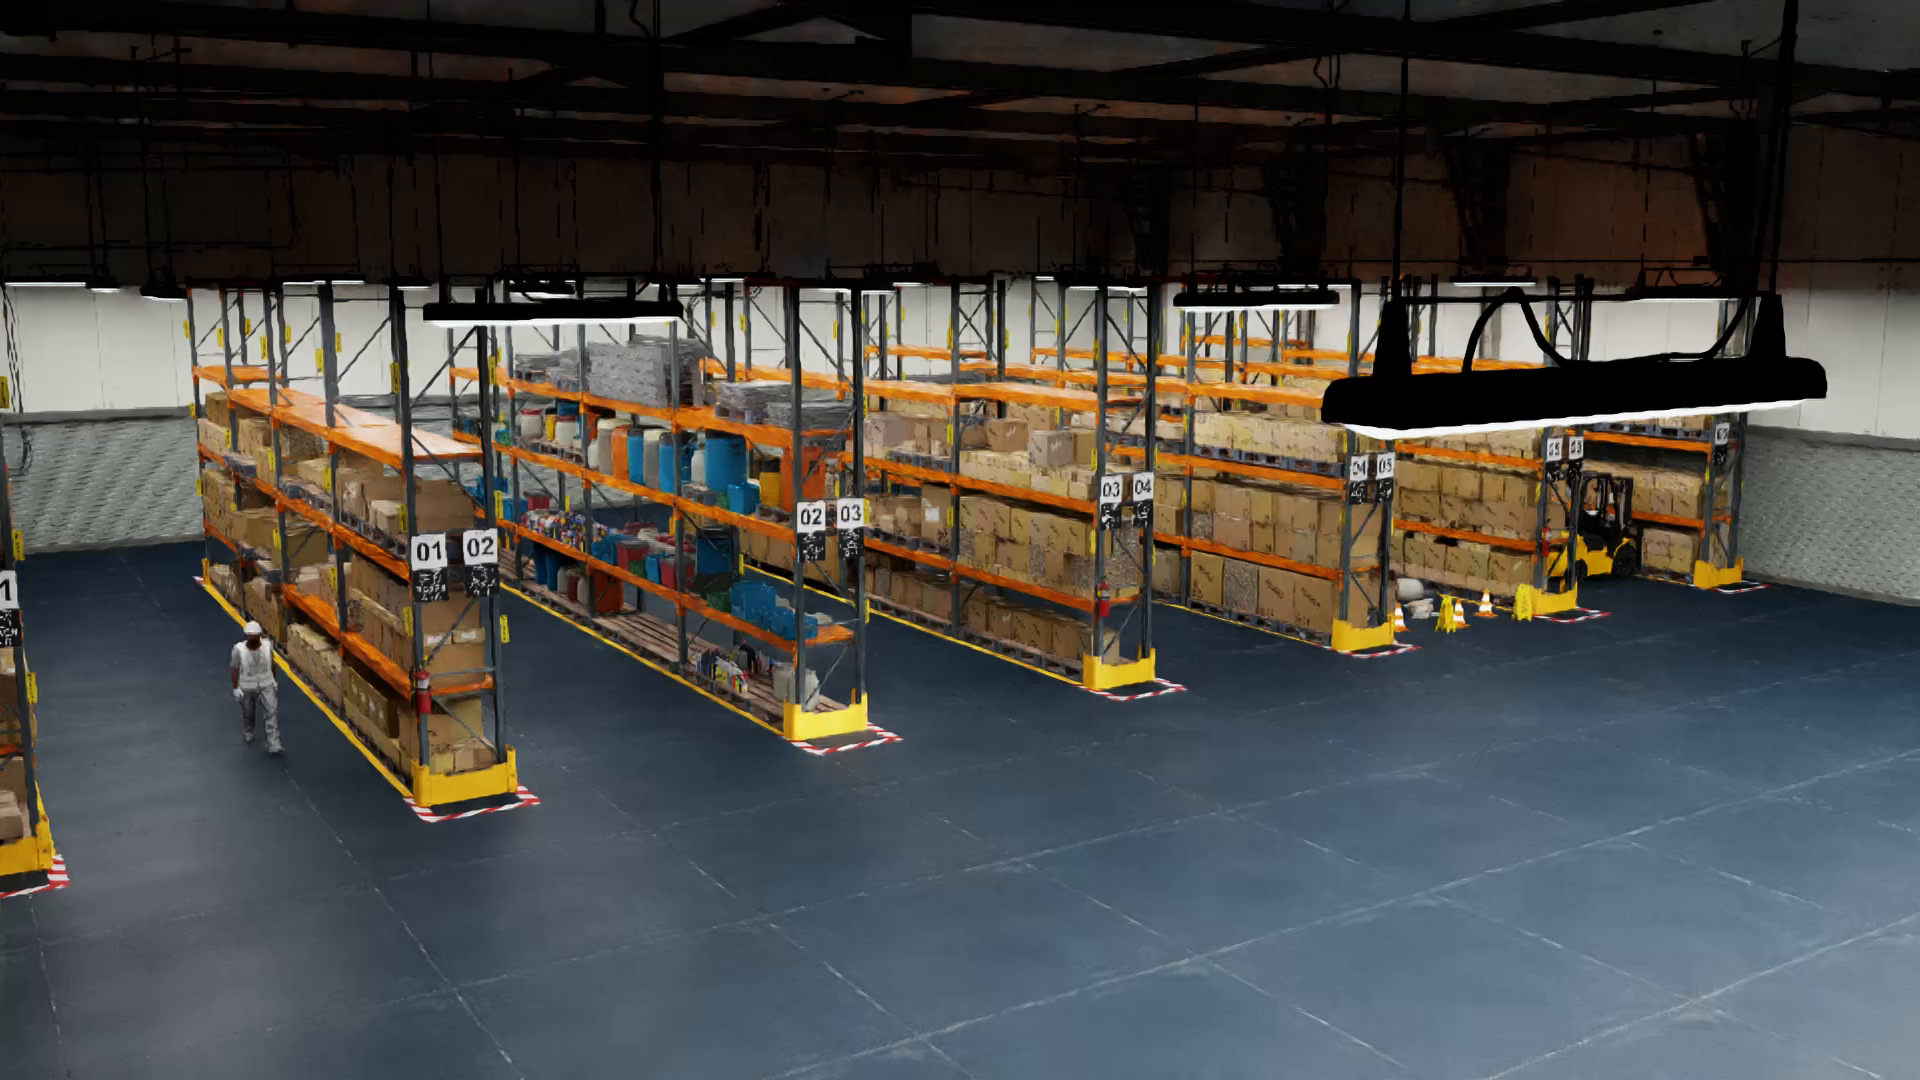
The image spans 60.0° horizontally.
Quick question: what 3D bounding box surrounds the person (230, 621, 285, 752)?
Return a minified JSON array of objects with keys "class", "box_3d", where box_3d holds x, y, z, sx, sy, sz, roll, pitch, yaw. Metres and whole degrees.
[{"class":"person","box_3d":[-9.155,1.882,21.618,0.566,1.706,1.122,-6,11,-30]}]
